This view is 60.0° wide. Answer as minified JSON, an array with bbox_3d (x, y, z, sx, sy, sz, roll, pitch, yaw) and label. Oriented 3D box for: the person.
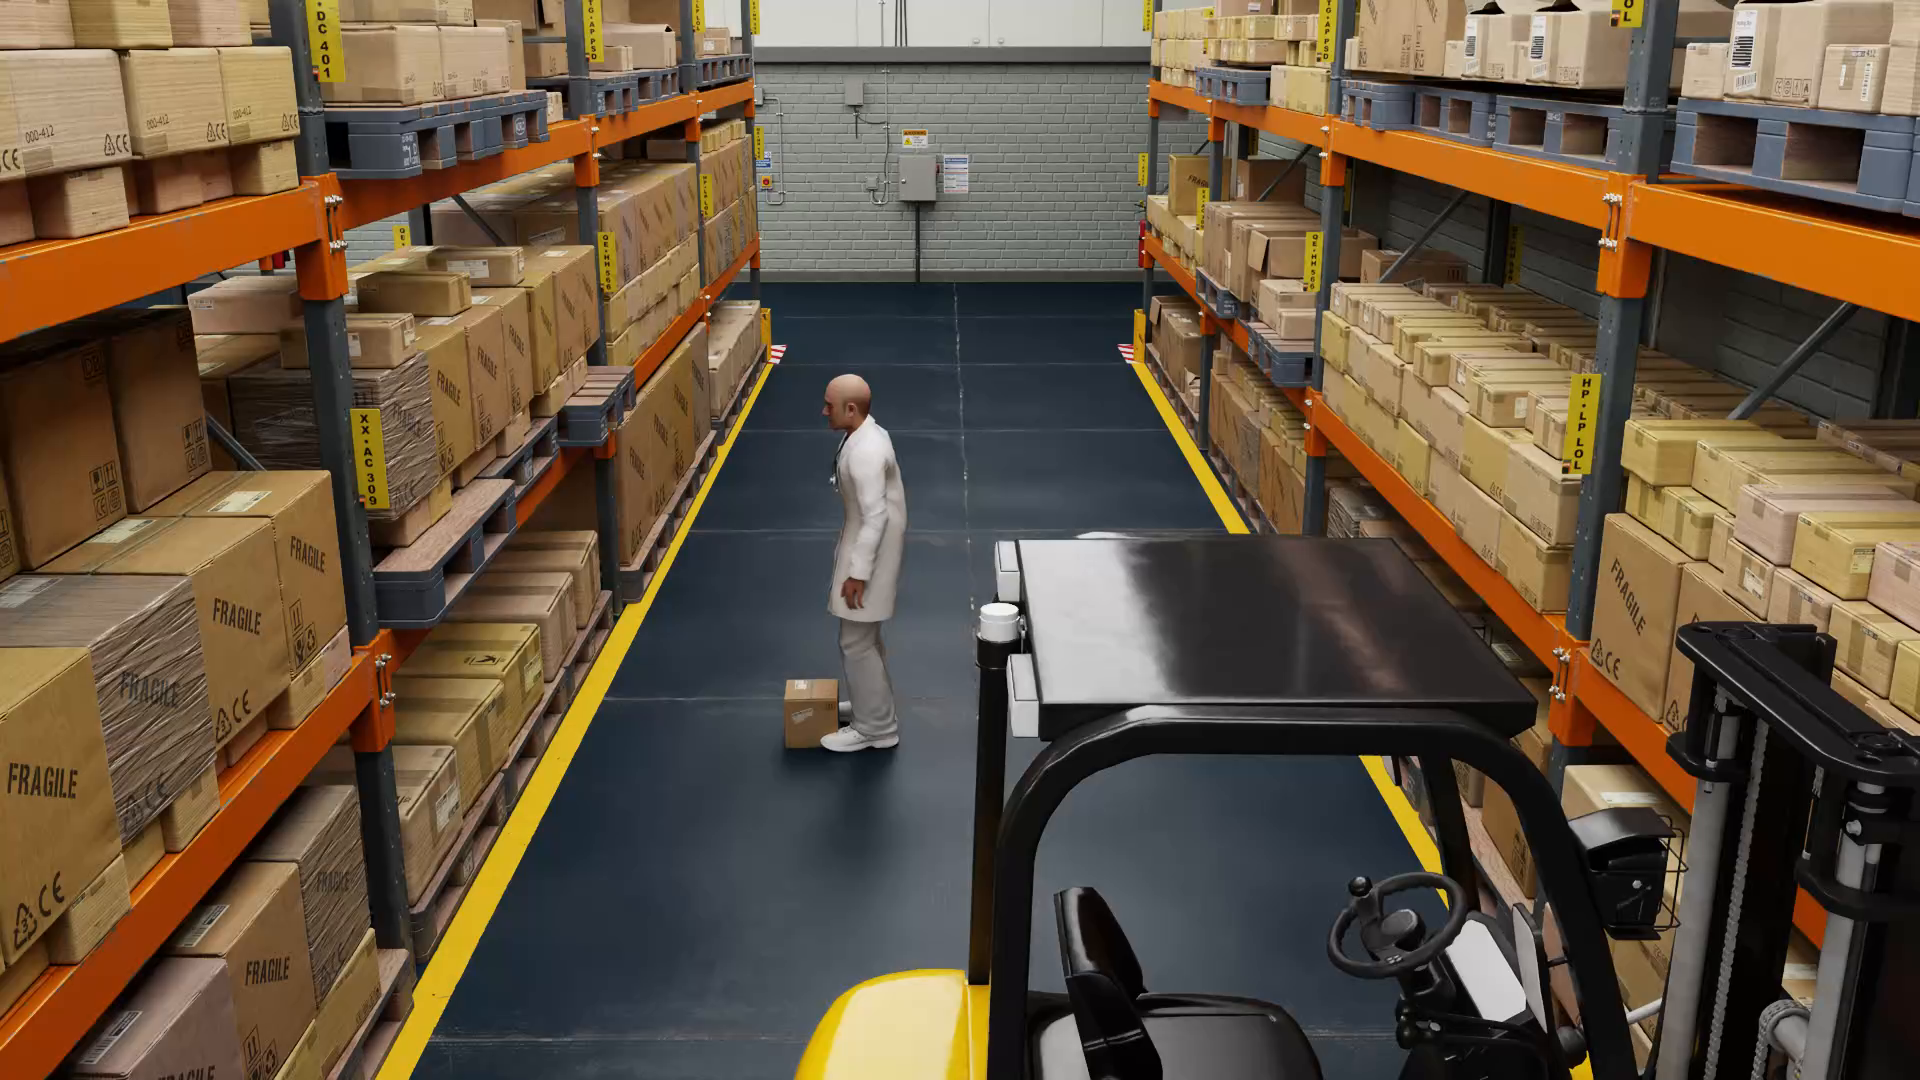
[{"bbox_3d":[-0.458,0.102,7.733,0.420,1.775,0.654,-1,17,-4],"label":"person"}]
